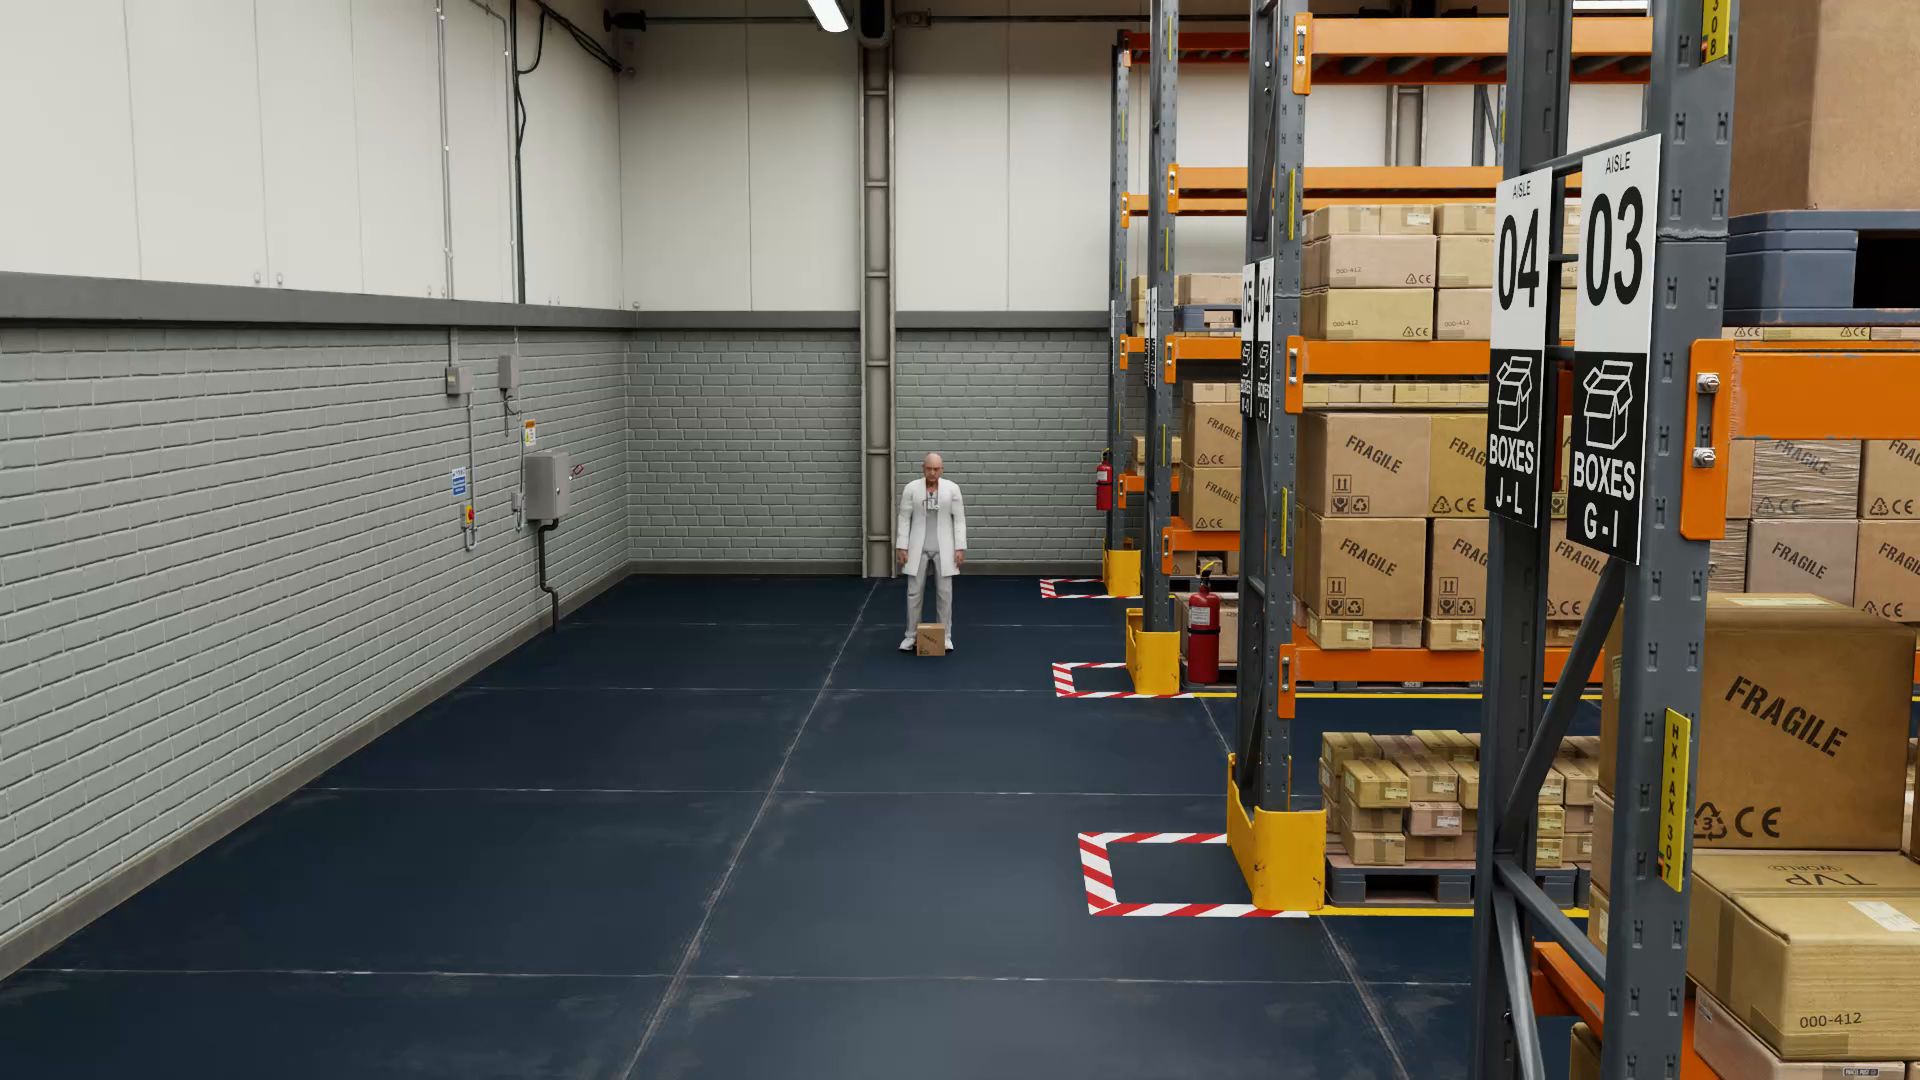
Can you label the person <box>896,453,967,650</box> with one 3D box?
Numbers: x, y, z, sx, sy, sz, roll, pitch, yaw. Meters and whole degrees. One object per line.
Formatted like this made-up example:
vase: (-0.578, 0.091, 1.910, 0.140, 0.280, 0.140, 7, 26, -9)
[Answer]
person: (-0.259, 0.101, 15.004, 0.642, 1.774, 0.421, 0, 7, 1)
